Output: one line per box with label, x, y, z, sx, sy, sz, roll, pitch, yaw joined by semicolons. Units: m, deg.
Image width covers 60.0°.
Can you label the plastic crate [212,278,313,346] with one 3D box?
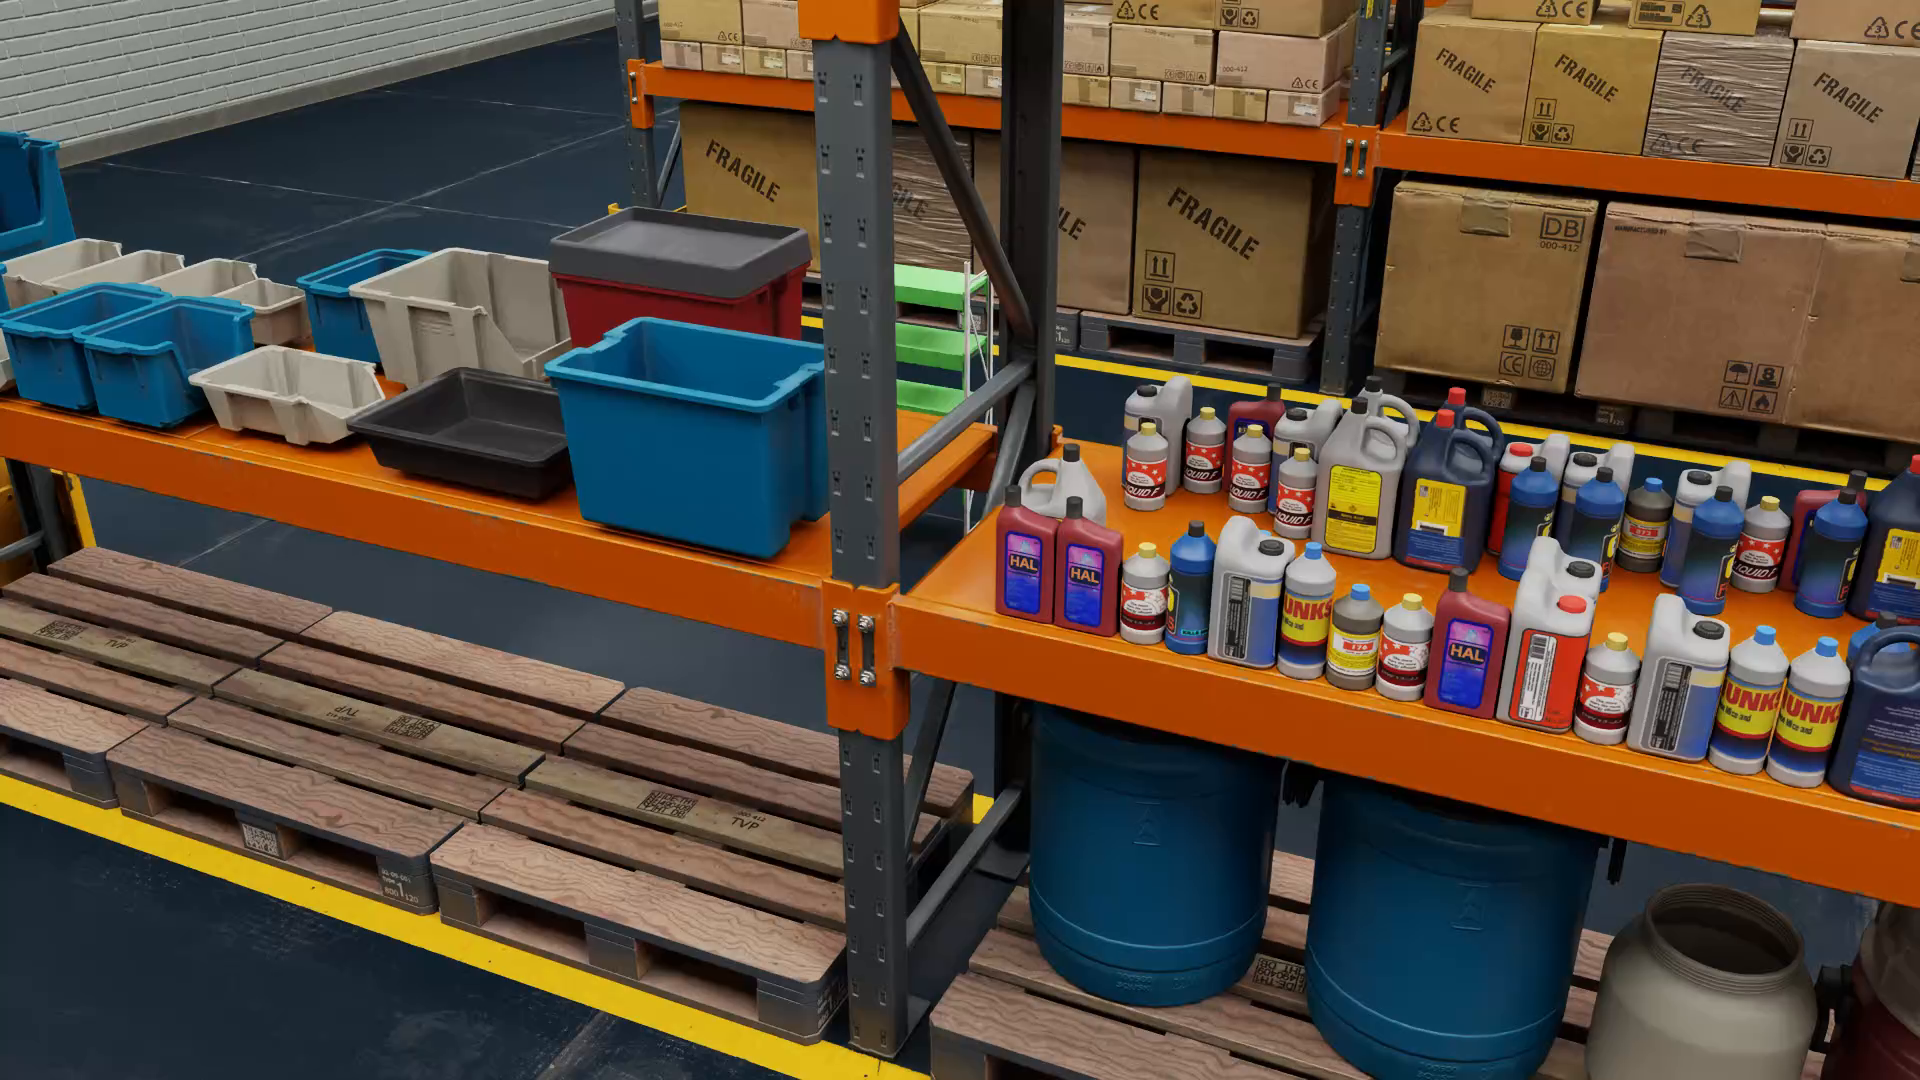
plastic crate;-2.041;-0.680;4.966;0.250;0.136;0.298;11;28;22

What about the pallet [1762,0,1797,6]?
pallet;6.002;-3.758;11.205;1.213;0.211;1.003;11;28;22

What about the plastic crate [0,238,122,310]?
plastic crate;-2.840;-0.827;5.264;0.243;0.136;0.396;11;28;22

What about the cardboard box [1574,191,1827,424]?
cardboard box;3.439;-1.218;7.757;0.875;0.875;1.225;10;28;20

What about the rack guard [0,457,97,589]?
rack guard;-3.684;0.128;5.924;0.348;0.500;1.175;11;28;22

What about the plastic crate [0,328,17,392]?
plastic crate;-2.693;-0.510;4.620;0.298;0.136;0.250;11;28;22

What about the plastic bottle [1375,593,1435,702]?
plastic bottle;0.852;0.199;3.176;0.097;0.201;0.097;0;26;0

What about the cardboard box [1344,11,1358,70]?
cardboard box;1.715;-2.512;8.289;0.500;0.250;0.500;11;28;21

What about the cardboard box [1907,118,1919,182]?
cardboard box;4.198;-1.746;6.787;0.500;0.500;0.500;10;28;20

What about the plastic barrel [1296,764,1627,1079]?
plastic barrel;1.117;0.726;3.780;0.708;0.901;0.600;11;28;22

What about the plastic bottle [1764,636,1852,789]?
plastic bottle;1.485;0.294;2.902;0.097;0.271;0.097;0;26;0

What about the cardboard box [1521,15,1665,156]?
cardboard box;2.808;-2.023;7.350;0.500;0.500;0.500;11;28;22

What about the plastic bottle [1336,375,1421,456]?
plastic bottle;0.956;-0.204;3.825;0.185;0.351;0.144;11;28;22

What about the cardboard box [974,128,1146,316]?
cardboard box;0.647;-1.807;8.955;0.875;0.875;0.875;11;28;22

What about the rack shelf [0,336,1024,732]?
rack shelf;-1.836;-0.306;4.790;4.000;0.370;1.077;11;28;22

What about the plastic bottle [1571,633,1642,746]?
plastic bottle;1.185;0.265;3.040;0.097;0.201;0.097;0;26;0

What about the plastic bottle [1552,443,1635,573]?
plastic bottle;1.391;-0.082;3.660;0.135;0.276;0.152;11;28;22

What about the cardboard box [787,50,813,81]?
cardboard box;-0.715;-2.535;8.788;0.250;0.149;0.380;11;28;21

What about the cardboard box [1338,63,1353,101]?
cardboard box;1.903;-2.330;8.370;0.250;0.149;0.380;11;28;22

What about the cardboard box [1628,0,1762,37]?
cardboard box;3.239;-2.506;7.195;0.637;0.503;0.797;12;29;22

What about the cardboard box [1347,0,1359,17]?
cardboard box;1.704;-2.848;8.122;0.500;0.500;0.500;11;28;22

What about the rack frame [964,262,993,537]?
rack frame;0.071;-0.524;6.456;0.015;1.200;0.240;11;28;22

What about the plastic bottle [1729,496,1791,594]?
plastic bottle;1.719;0.004;3.570;0.097;0.201;0.097;0;26;0

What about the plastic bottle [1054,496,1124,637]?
plastic bottle;0.263;0.052;3.380;0.133;0.283;0.061;11;28;22

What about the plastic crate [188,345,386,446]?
plastic crate;-1.725;-0.369;4.335;0.466;0.136;0.293;11;28;22

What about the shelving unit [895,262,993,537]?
shelving unit;-0.151;-0.569;6.546;0.503;1.200;0.258;11;28;22

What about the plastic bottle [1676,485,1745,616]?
plastic bottle;1.567;0.016;3.467;0.097;0.271;0.097;0;26;0

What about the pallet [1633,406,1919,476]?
pallet;3.883;-0.670;7.872;1.213;0.211;1.003;11;28;22

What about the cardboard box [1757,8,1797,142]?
cardboard box;3.499;-2.138;7.583;0.500;0.500;0.500;11;28;21

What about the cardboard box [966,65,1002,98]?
cardboard box;0.220;-2.348;8.407;0.250;0.149;0.380;12;29;23

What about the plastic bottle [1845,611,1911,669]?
plastic bottle;1.633;0.254;2.984;0.097;0.271;0.097;0;26;0

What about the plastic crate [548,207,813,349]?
plastic crate;-0.725;-0.583;4.397;0.583;0.464;0.402;11;28;22

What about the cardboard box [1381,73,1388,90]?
cardboard box;3.269;-3.441;12.421;0.250;0.149;0.380;11;28;21

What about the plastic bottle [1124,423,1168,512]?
plastic bottle;0.442;-0.178;3.941;0.097;0.201;0.097;0;26;0

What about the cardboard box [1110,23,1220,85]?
cardboard box;1.052;-2.390;8.041;0.500;0.250;0.500;12;29;23

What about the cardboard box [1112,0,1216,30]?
cardboard box;1.051;-2.727;7.877;0.500;0.500;0.500;12;29;22

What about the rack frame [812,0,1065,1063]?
rack frame;-0.016;-0.263;3.888;0.127;3.000;1.000;11;28;22

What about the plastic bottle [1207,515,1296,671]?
plastic bottle;0.581;0.097;3.297;0.135;0.276;0.152;11;28;22

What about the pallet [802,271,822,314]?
pallet;-0.847;-1.620;9.802;1.213;0.211;1.003;11;28;22

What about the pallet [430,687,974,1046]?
pallet;-0.701;0.869;4.746;1.213;0.211;1.003;11;28;22

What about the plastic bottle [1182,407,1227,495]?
plastic bottle;0.594;-0.222;4.029;0.097;0.201;0.097;0;26;0

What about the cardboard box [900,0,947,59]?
cardboard box;-0.350;-2.670;8.610;0.500;0.250;0.500;10;28;20

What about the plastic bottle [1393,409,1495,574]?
plastic bottle;1.065;-0.113;3.639;0.185;0.351;0.144;11;28;22

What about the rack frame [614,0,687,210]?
rack frame;-1.607;-2.986;9.419;0.127;3.000;1.000;11;28;22

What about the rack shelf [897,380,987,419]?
rack shelf;-0.151;-0.511;6.575;0.480;0.148;0.258;11;28;22

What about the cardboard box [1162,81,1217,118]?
cardboard box;1.153;-2.160;8.025;0.250;0.149;0.380;11;28;21

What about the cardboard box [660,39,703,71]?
cardboard box;-1.420;-2.676;9.073;0.250;0.149;0.380;12;29;22

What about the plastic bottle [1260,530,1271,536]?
plastic bottle;0.616;0.077;3.422;0.097;0.201;0.097;0;26;0

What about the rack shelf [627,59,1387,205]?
rack shelf;0.214;-2.298;8.835;4.000;0.370;1.077;11;28;22
